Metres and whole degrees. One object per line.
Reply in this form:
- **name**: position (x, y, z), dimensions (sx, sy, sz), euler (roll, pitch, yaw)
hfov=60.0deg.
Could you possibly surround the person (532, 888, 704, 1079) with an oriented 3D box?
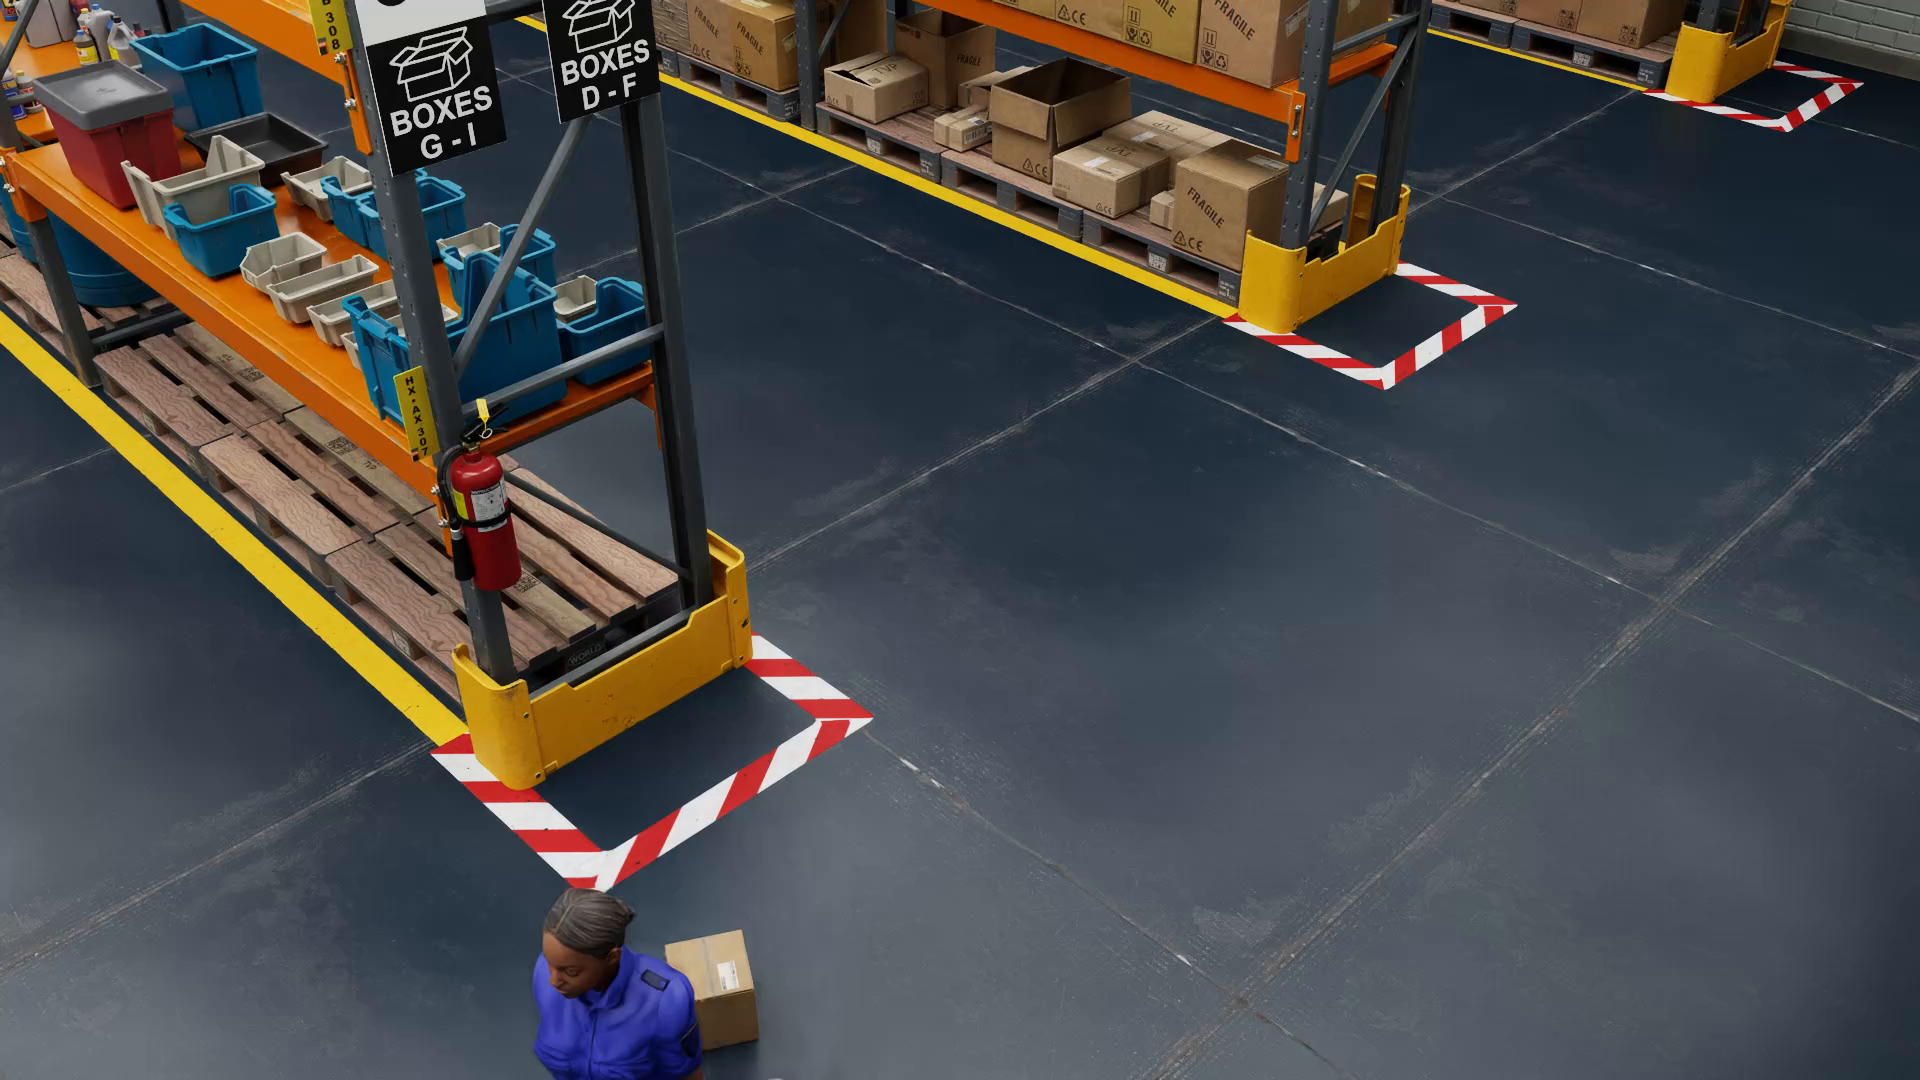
- **person**: position (-0.796, 1.416, 4.144), dimensions (0.449, 1.630, 0.687), euler (9, 37, 13)
